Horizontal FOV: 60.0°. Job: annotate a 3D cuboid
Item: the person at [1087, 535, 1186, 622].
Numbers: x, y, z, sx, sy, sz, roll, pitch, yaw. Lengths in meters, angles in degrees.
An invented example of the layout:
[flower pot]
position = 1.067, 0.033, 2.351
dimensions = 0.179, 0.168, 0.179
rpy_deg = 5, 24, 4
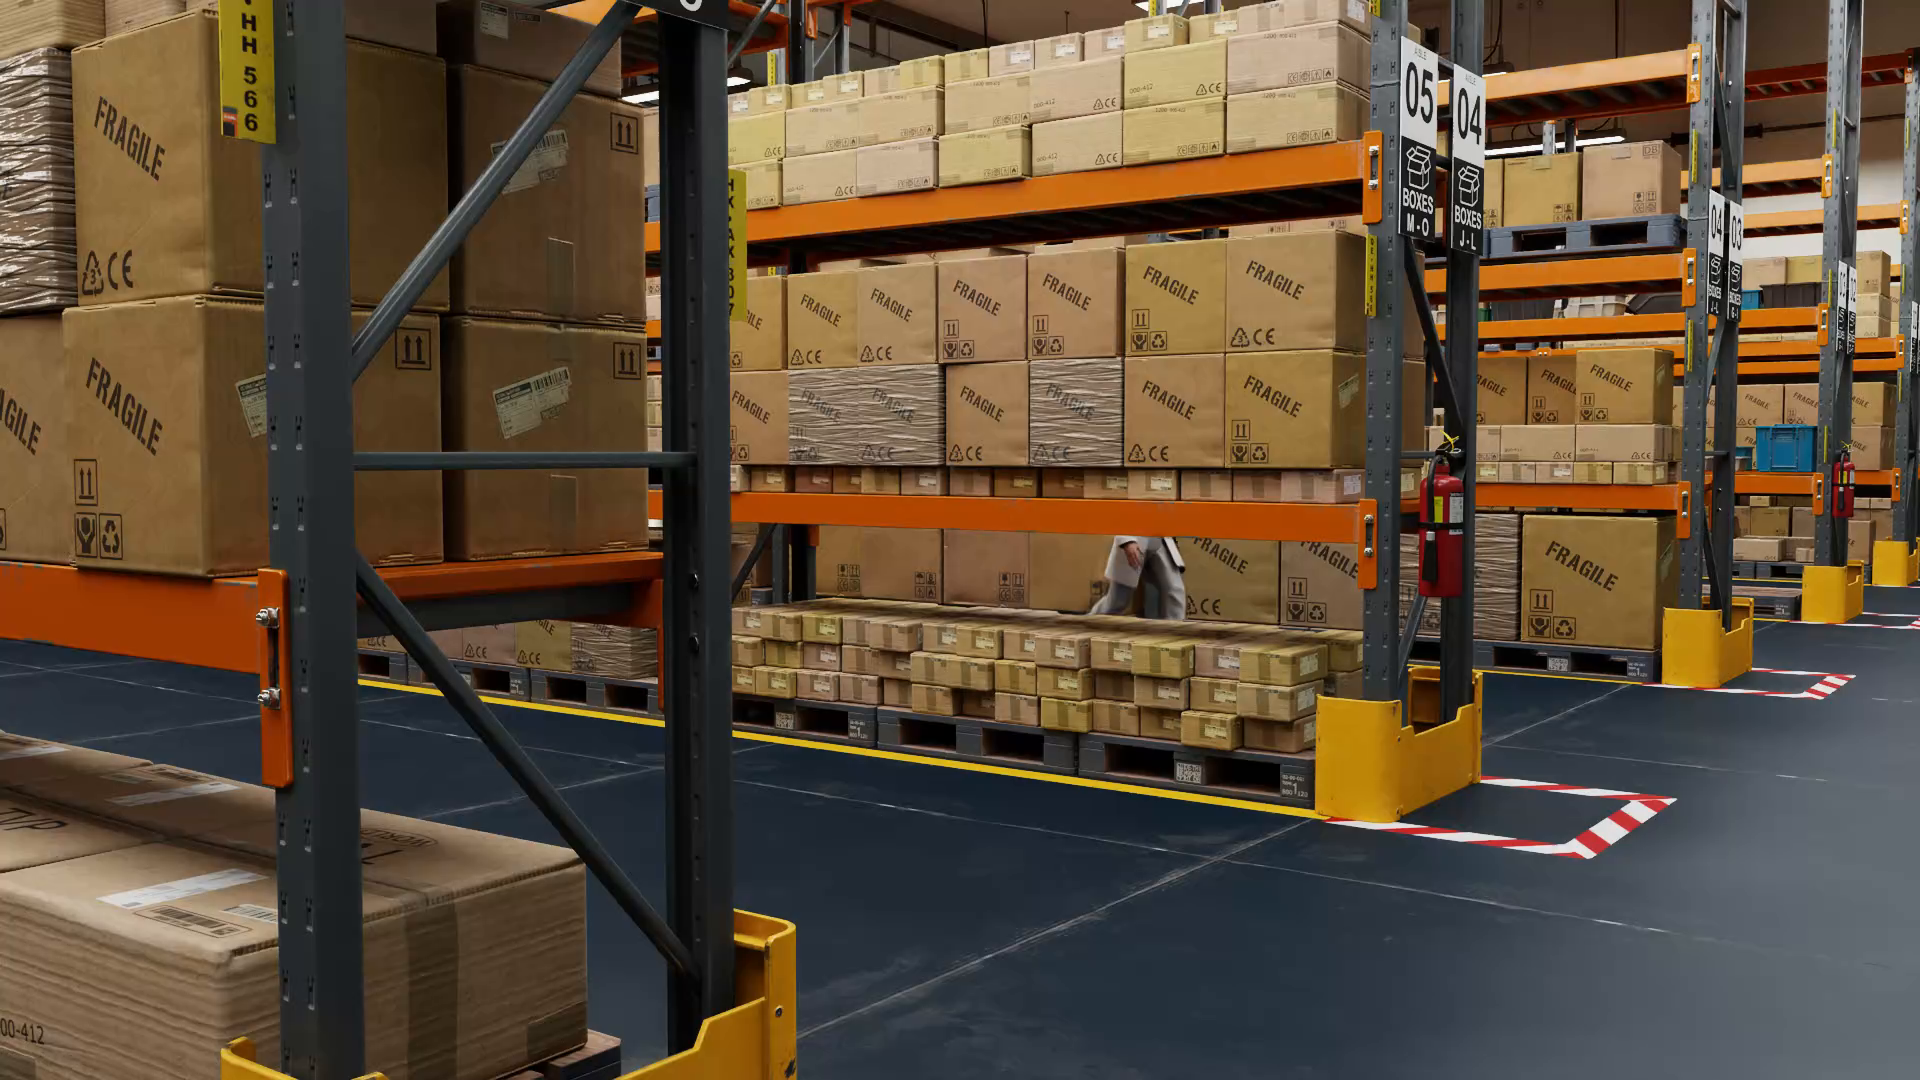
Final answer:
[person]
position = 1.212, 0.027, 11.322
dimensions = 0.579, 1.729, 1.127
rpy_deg = -2, 4, -32
